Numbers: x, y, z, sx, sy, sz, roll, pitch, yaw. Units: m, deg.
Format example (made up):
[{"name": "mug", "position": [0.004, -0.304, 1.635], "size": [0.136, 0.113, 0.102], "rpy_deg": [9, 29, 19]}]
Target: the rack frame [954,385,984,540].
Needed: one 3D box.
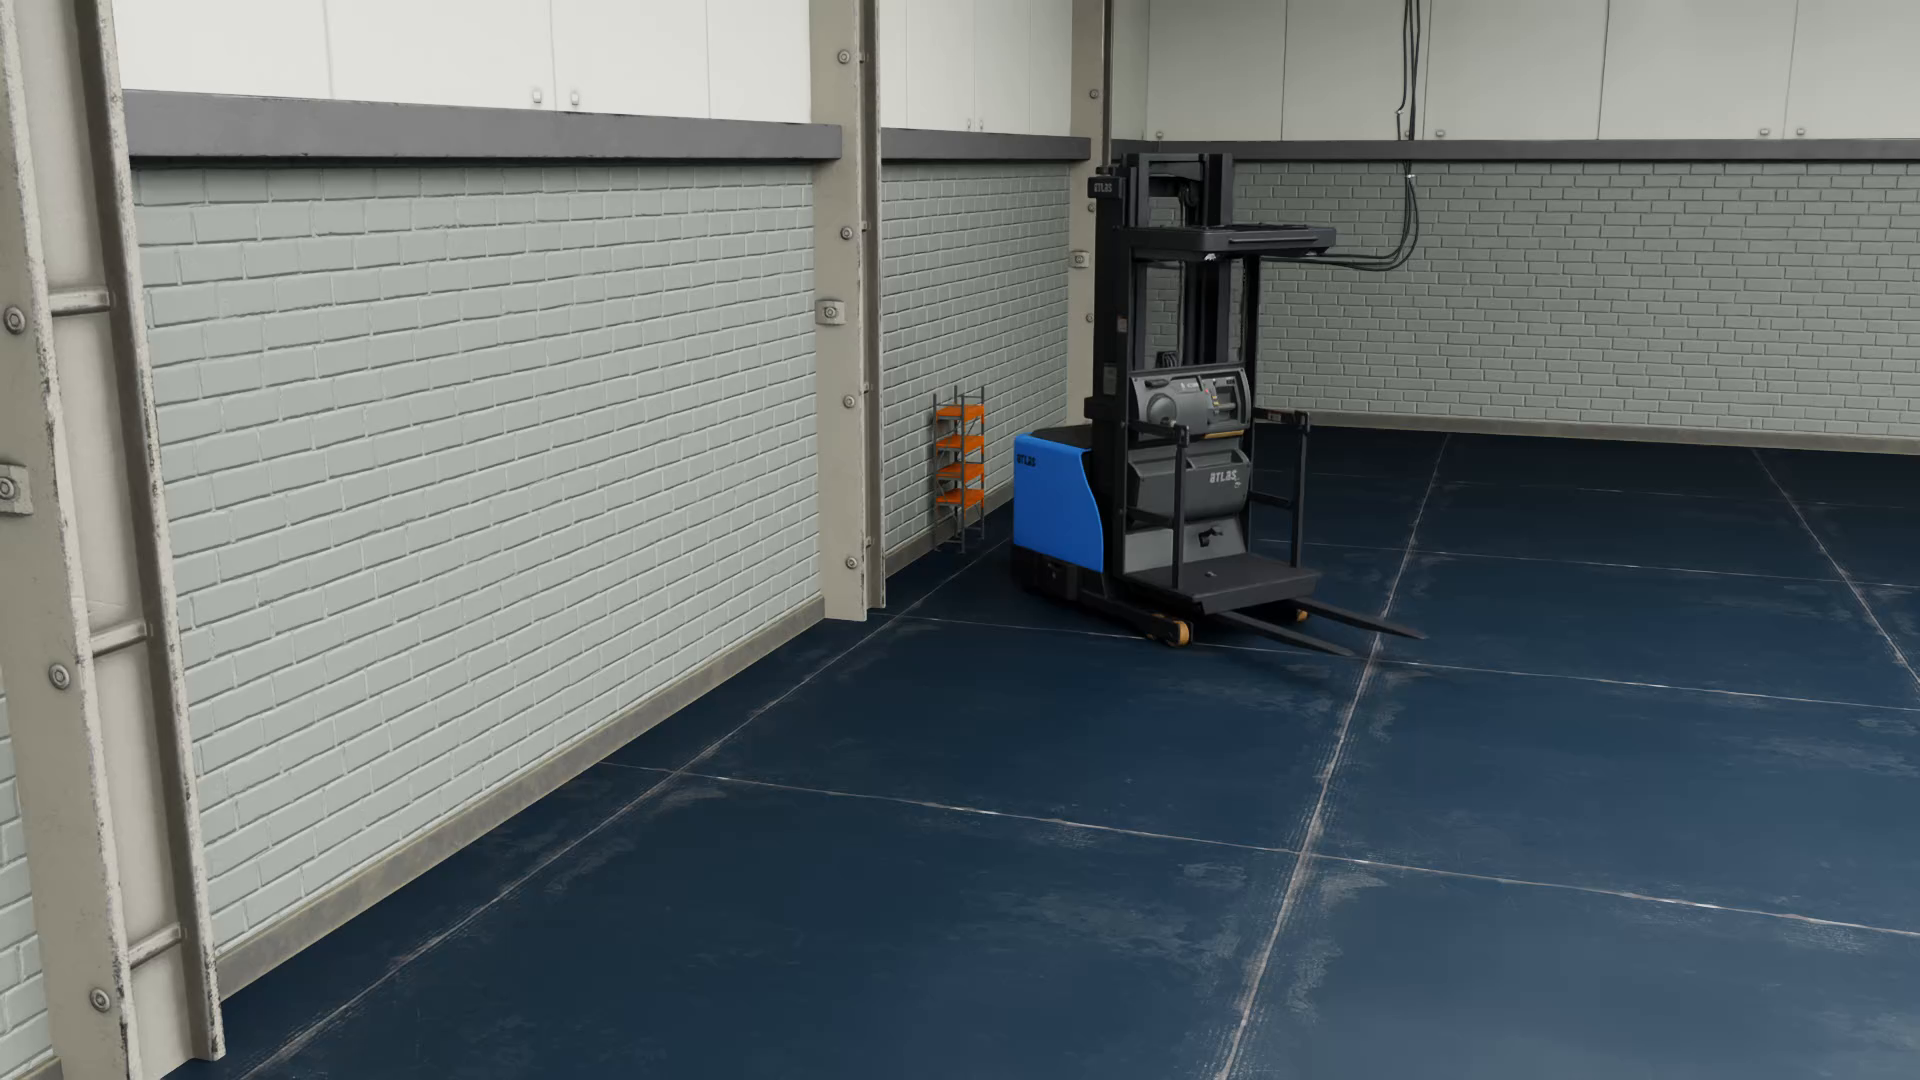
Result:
[{"name": "rack frame", "position": [0.072, -0.598, 12.909], "size": [0.240, 1.200, 0.015], "rpy_deg": [4, 13, 18]}]

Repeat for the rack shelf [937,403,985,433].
[{"name": "rack shelf", "position": [-0.006, -0.929, 12.596], "size": [0.258, 0.148, 0.480], "rpy_deg": [4, 13, 18]}]

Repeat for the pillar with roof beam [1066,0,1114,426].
[{"name": "pillar with roof beam", "position": [5.313, -4.870, 14.100], "size": [9.100, 9.000, 0.400], "rpy_deg": [4, 14, 18]}]

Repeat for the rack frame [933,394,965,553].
[{"name": "rack frame", "position": [-0.082, -0.495, 12.458], "size": [0.240, 1.200, 0.015], "rpy_deg": [4, 13, 18]}]

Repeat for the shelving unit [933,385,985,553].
[{"name": "shelving unit", "position": [-0.005, -0.546, 12.684], "size": [0.258, 1.200, 0.503], "rpy_deg": [4, 13, 18]}]

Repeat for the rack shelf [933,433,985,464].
[{"name": "rack shelf", "position": [-0.005, -0.699, 12.649], "size": [0.258, 0.148, 0.480], "rpy_deg": [4, 13, 18]}]

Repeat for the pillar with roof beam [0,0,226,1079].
[{"name": "pillar with roof beam", "position": [1.431, -2.343, 3.030], "size": [9.100, 9.000, 0.400], "rpy_deg": [4, 14, 18]}]

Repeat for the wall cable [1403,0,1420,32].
[{"name": "wall cable", "position": [6.004, -6.458, 16.689], "size": [3.097, 2.526, 0.112], "rpy_deg": [4, 14, 18]}]

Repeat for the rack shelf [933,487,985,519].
[{"name": "rack shelf", "position": [-0.004, -0.287, 12.743], "size": [0.258, 0.148, 0.480], "rpy_deg": [4, 13, 18]}]

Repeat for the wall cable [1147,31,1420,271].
[{"name": "wall cable", "position": [3.444, -4.191, 18.104], "size": [3.097, 2.526, 0.112], "rpy_deg": [4, 14, 18]}]

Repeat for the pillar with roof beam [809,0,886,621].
[{"name": "pillar with roof beam", "position": [3.372, -3.606, 8.565], "size": [9.100, 9.000, 0.400], "rpy_deg": [4, 14, 18]}]

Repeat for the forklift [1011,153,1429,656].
[{"name": "forklift", "position": [1.583, -0.895, 10.324], "size": [1.130, 2.935, 3.031], "rpy_deg": [-8, 15, -32]}]

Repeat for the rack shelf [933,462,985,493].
[{"name": "rack shelf", "position": [-0.005, -0.481, 12.699], "size": [0.258, 0.148, 0.480], "rpy_deg": [4, 13, 18]}]
